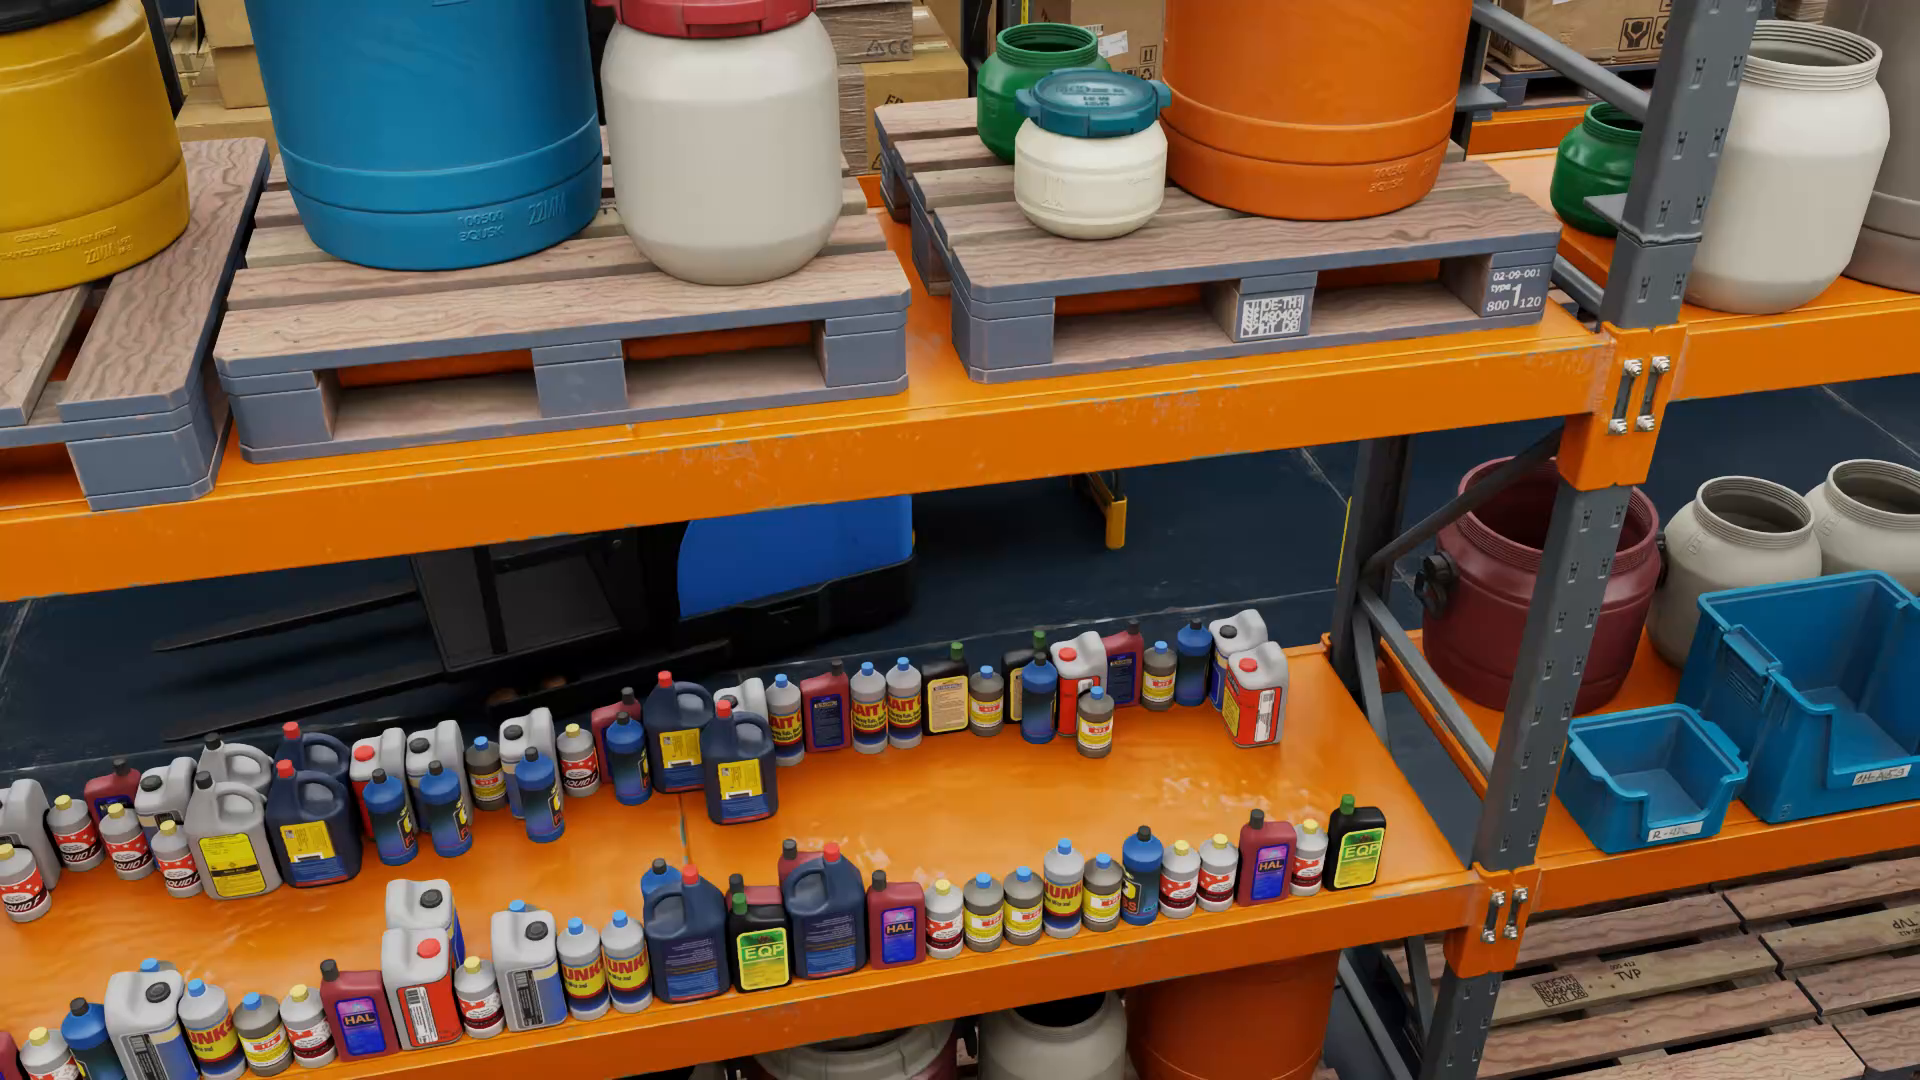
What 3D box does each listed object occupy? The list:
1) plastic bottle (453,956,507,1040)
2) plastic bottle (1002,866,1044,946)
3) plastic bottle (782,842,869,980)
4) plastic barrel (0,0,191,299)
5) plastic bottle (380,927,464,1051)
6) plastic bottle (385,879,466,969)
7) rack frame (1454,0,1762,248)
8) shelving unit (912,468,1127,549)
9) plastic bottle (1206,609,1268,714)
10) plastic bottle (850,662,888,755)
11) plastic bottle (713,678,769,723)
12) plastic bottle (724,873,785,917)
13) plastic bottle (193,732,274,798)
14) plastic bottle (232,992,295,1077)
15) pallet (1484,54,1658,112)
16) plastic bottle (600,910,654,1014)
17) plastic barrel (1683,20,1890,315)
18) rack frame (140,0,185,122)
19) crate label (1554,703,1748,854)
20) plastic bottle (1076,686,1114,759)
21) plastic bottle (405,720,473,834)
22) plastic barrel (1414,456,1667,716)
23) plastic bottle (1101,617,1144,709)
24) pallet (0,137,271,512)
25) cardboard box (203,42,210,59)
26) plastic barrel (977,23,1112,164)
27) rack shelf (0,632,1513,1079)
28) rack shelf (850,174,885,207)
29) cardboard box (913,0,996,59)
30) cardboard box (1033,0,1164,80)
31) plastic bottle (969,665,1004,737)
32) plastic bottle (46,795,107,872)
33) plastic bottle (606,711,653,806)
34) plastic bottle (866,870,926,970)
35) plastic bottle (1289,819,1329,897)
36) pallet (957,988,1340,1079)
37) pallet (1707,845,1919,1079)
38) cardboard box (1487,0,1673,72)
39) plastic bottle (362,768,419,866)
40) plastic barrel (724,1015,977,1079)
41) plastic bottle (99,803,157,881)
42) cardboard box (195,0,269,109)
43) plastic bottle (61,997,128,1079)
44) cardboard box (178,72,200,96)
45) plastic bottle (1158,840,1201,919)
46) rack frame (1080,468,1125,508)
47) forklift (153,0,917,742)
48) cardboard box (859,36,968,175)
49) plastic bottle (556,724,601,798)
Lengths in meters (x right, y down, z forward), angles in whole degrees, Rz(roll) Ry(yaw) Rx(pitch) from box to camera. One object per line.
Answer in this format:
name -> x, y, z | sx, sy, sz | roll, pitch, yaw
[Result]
plastic bottle -> -1.077, 1.014, 3.725 | 0.097, 0.201, 0.097 | 0, 34, 0
plastic bottle -> 0.150, 0.860, 3.955 | 0.097, 0.201, 0.097 | 0, 34, 0
plastic bottle -> -0.313, 0.843, 3.847 | 0.185, 0.351, 0.144 | -7, 35, -11
plastic barrel -> -1.789, -0.826, 3.051 | 0.600, 0.588, 0.600 | 0, 34, 0
plastic bottle -> -1.196, 0.983, 3.705 | 0.135, 0.276, 0.152 | -7, 35, -11
plastic bottle -> -1.230, 0.900, 3.828 | 0.135, 0.276, 0.152 | -7, 35, -11
rack frame -> 1.267, -2.088, 2.786 | 0.127, 3.000, 1.000 | -7, 35, -11
shelving unit -> 0.168, -0.671, 7.403 | 1.083, 1.500, 0.587 | -9, 35, -13
plastic bottle -> 0.773, 0.332, 4.674 | 0.135, 0.276, 0.152 | -7, 35, -11
plastic bottle -> -0.247, 0.447, 4.507 | 0.097, 0.271, 0.097 | 0, 34, 0
plastic bottle -> -0.579, 0.503, 4.420 | 0.135, 0.276, 0.152 | -7, 35, -11
plastic bottle -> -0.472, 0.880, 3.852 | 0.133, 0.283, 0.061 | -7, 35, -11
plastic bottle -> -1.810, 0.625, 4.172 | 0.185, 0.351, 0.144 | -7, 35, -11
plastic bottle -> -1.528, 1.071, 3.640 | 0.097, 0.201, 0.097 | 0, 34, 0
pallet -> 3.298, -2.686, 9.233 | 1.213, 0.211, 1.003 | -7, 35, -11
plastic bottle -> -0.756, 0.945, 3.766 | 0.097, 0.271, 0.097 | 0, 34, 0
plastic barrel -> 1.637, -0.760, 3.399 | 0.421, 0.512, 0.421 | 0, 34, 0
rack frame -> -3.727, -1.797, 7.736 | 0.127, 3.000, 1.000 | -7, 35, -11
crate label -> 1.760, 0.625, 4.277 | 0.416, 0.233, 0.303 | -7, 35, -11
plastic bottle -> 0.368, 0.486, 4.513 | 0.097, 0.201, 0.097 | 0, 34, 0
plastic bottle -> -1.342, 0.599, 4.277 | 0.135, 0.276, 0.152 | -7, 35, -11
plastic barrel -> 1.652, 0.125, 4.750 | 0.708, 0.536, 0.600 | -7, 35, -11
plastic bottle -> 0.443, 0.345, 4.649 | 0.133, 0.283, 0.061 | -7, 35, -11
pallet -> -1.892, -0.422, 3.164 | 1.003, 0.211, 1.213 | -7, 35, -11
cardboard box -> -5.253, -3.505, 11.928 | 0.250, 0.149, 0.380 | -7, 34, -10
plastic barrel -> 0.183, -0.947, 3.540 | 0.294, 0.245, 0.294 | 0, 34, 0
rack shelf -> -0.684, 0.948, 4.291 | 4.000, 0.370, 1.077 | -7, 35, -11
rack shelf -> -1.777, -1.744, 8.303 | 4.000, 0.370, 1.077 | -7, 35, -11
cardboard box -> -0.208, -4.263, 13.053 | 0.750, 0.750, 1.050 | -8, 35, -11
cardboard box -> 0.692, -2.593, 8.455 | 0.500, 0.500, 0.500 | -11, 36, -16
plastic bottle -> 0.073, 0.436, 4.587 | 0.097, 0.201, 0.097 | 0, 34, 0
plastic bottle -> -2.215, 0.724, 4.157 | 0.097, 0.201, 0.097 | 0, 34, 0
plastic bottle -> -0.865, 0.560, 4.339 | 0.097, 0.271, 0.097 | 0, 34, 0
plastic bottle -> -0.149, 0.874, 3.861 | 0.133, 0.283, 0.061 | -7, 35, -11
plastic bottle -> 0.850, 0.772, 4.087 | 0.097, 0.201, 0.097 | 0, 34, 0
pallet -> 0.507, 1.681, 5.056 | 1.213, 0.211, 1.003 | -7, 35, -11
pallet -> 3.218, 1.339, 5.565 | 1.213, 0.211, 1.003 | -7, 35, -11
cardboard box -> 3.270, -3.182, 8.885 | 1.000, 1.000, 1.000 | -7, 34, -10
plastic bottle -> -1.428, 0.683, 4.156 | 0.097, 0.271, 0.097 | 0, 34, 0
plastic barrel -> -0.308, 1.438, 4.702 | 0.708, 0.588, 0.600 | -7, 35, -11
plastic bottle -> -2.071, 0.741, 4.132 | 0.097, 0.201, 0.097 | 0, 34, 0
cardboard box -> -3.106, -2.338, 7.552 | 0.637, 0.503, 0.797 | -8, 35, -12
plastic bottle -> -1.849, 1.083, 3.560 | 0.097, 0.271, 0.097 | 0, 34, 0
cardboard box -> -5.479, -3.325, 11.928 | 0.250, 0.149, 0.380 | -8, 35, -12
plastic bottle -> 0.530, 0.812, 4.027 | 0.097, 0.201, 0.097 | 0, 34, 0
rack frame -> 0.667, -0.747, 7.517 | 0.032, 1.500, 0.500 | -9, 35, -13
forklift -> -1.750, -0.797, 6.307 | 3.031, 2.935, 1.130 | -14, 36, -20
cardboard box -> -0.253, -2.135, 8.150 | 0.500, 0.500, 0.500 | -6, 34, -9
plastic bottle -> -1.009, 0.572, 4.384 | 0.097, 0.201, 0.097 | 0, 34, 0
